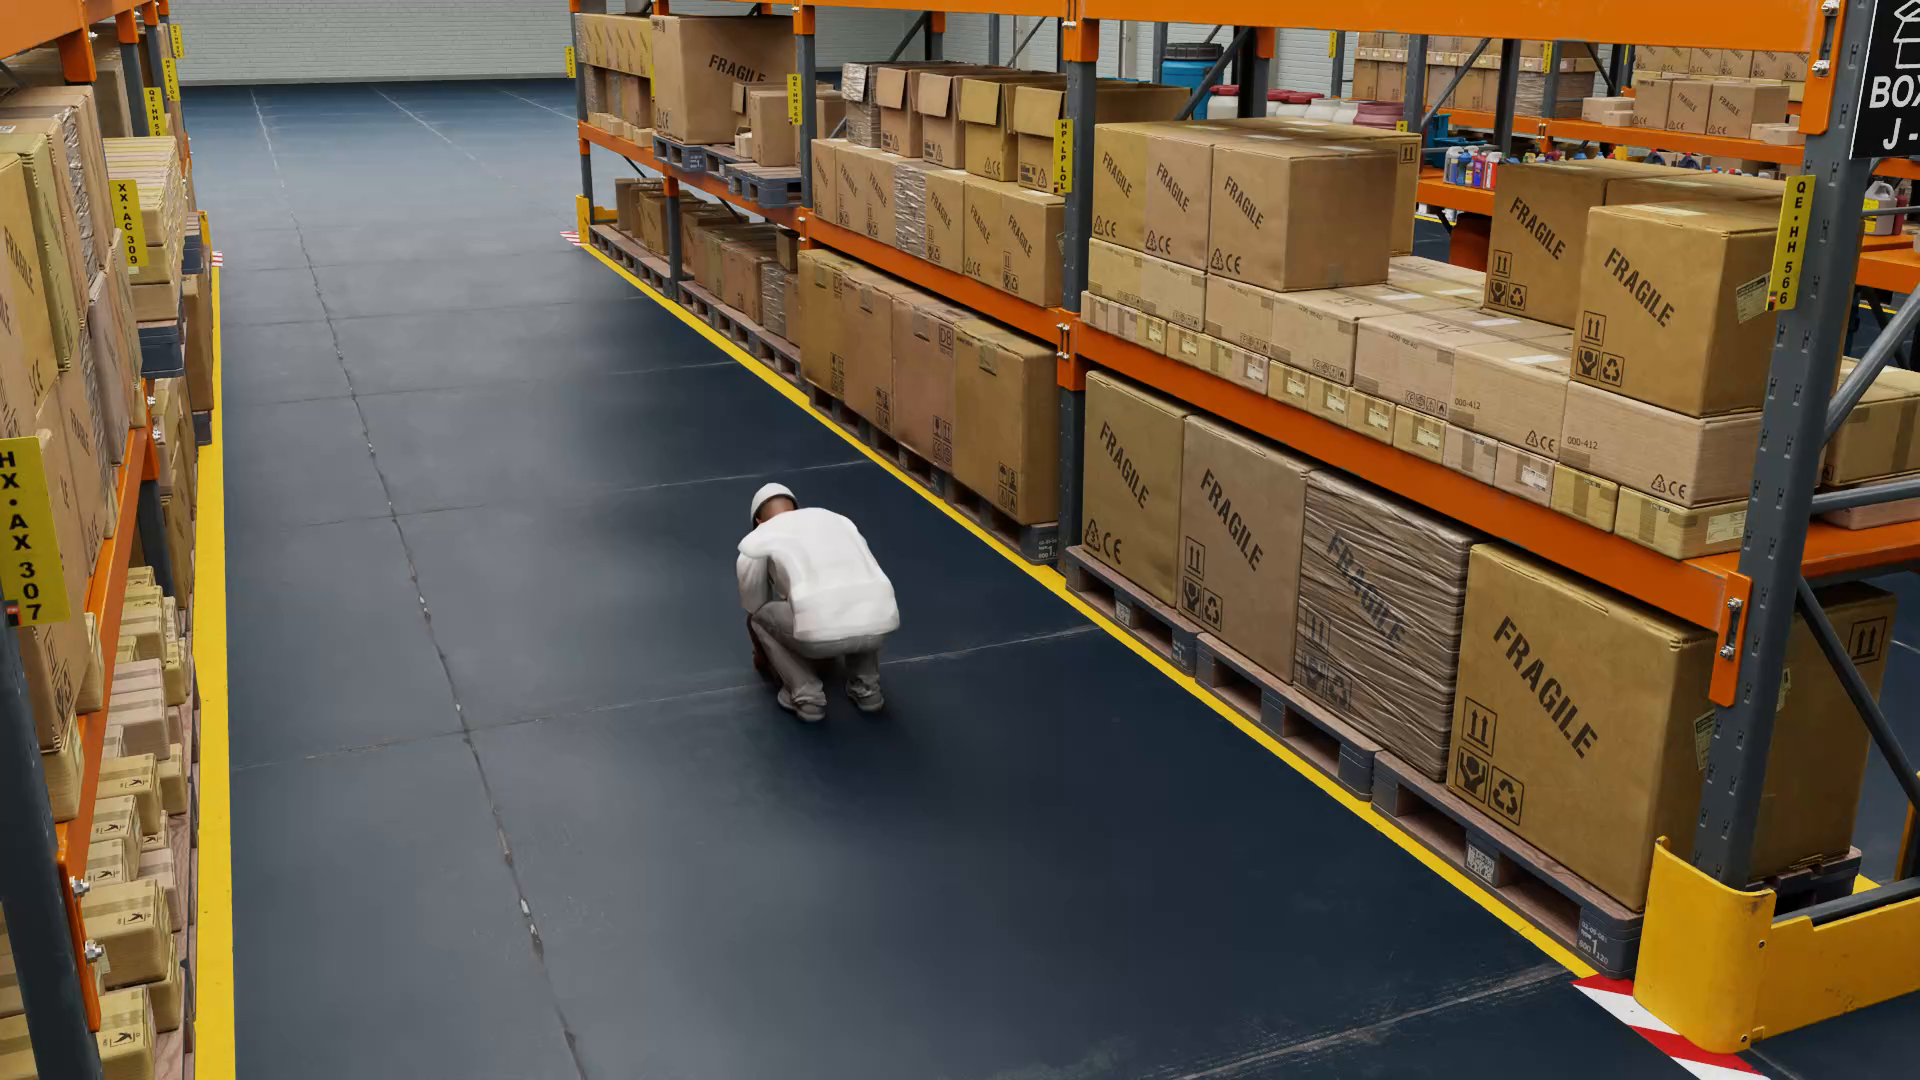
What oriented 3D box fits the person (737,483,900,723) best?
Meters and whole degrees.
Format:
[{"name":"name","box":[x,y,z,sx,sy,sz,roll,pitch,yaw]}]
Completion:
[{"name":"person","box":[-0.611,0.290,6.811,0.549,0.900,0.926,-8,20,-22]}]
